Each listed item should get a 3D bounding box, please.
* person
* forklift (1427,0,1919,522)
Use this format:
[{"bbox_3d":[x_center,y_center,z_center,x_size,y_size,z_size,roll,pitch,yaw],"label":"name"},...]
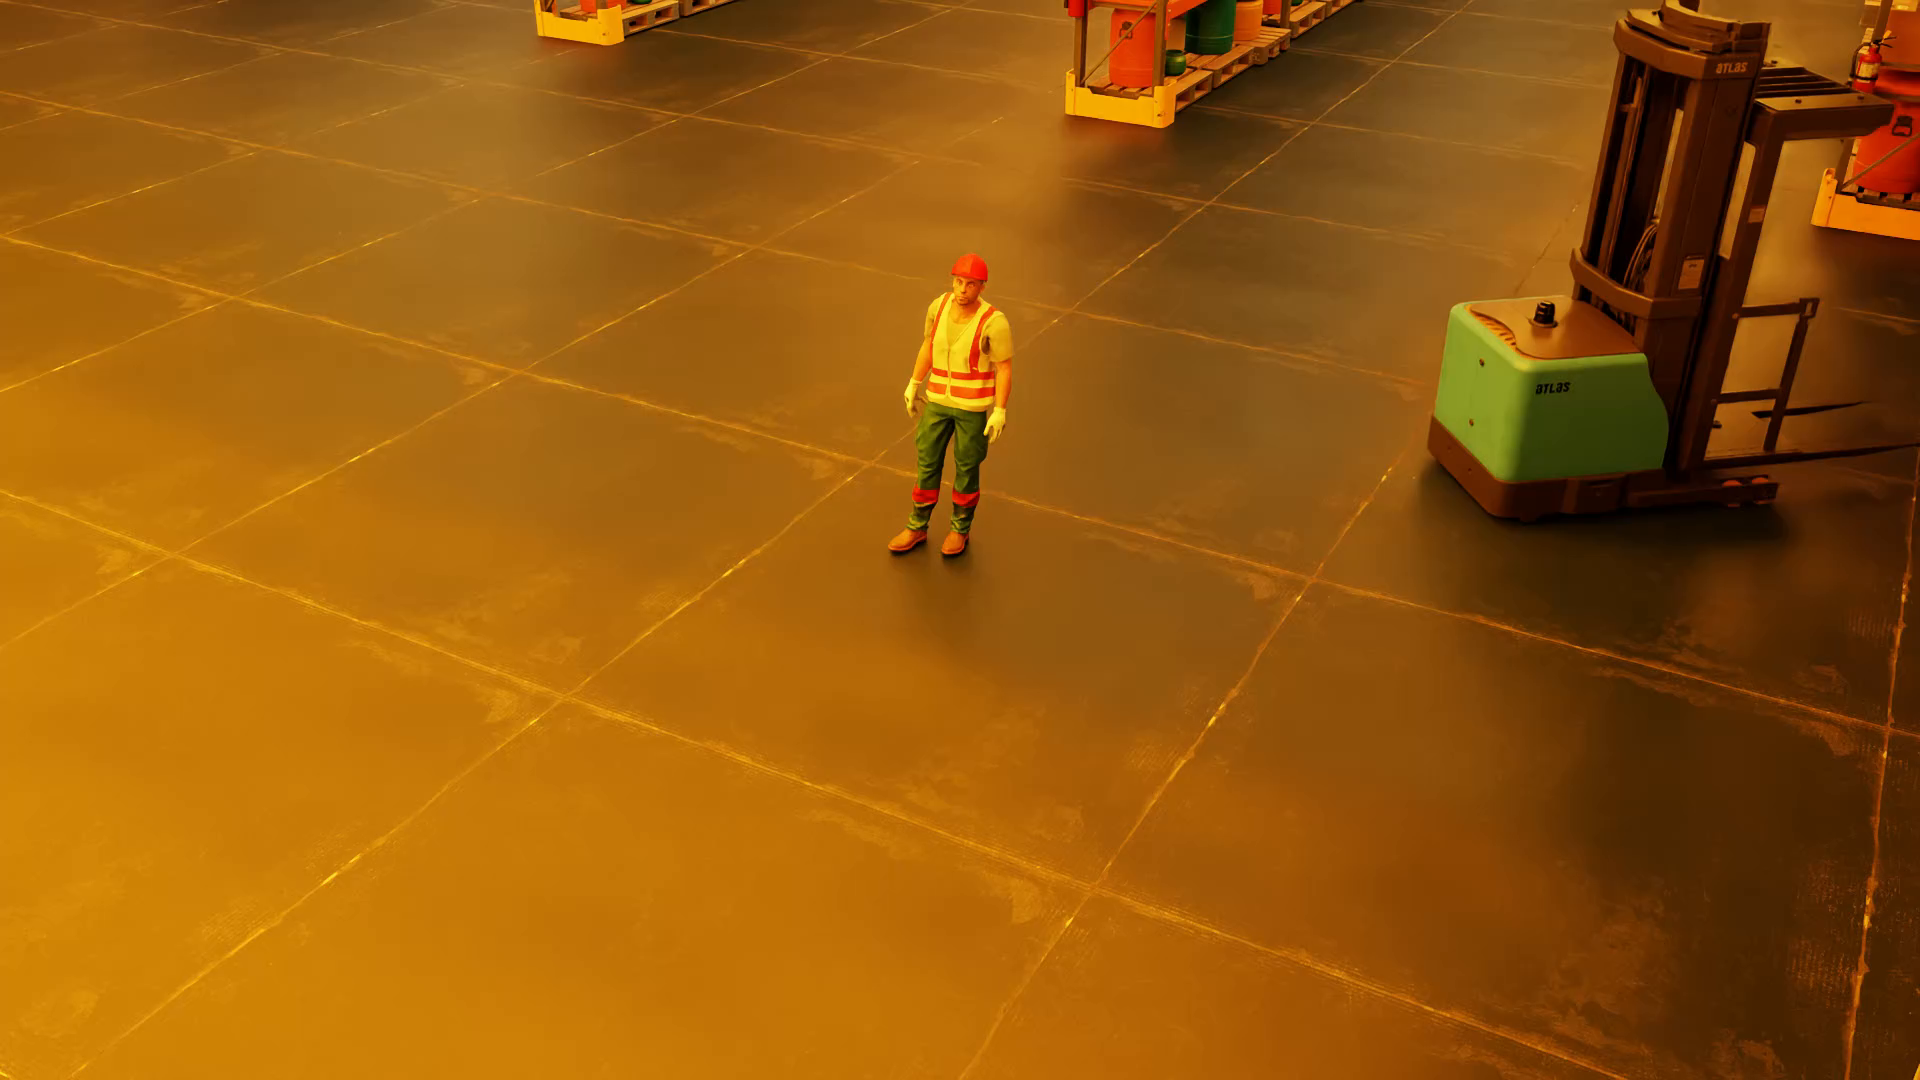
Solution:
[{"bbox_3d":[-0.050,-0.749,9.496,0.637,1.790,0.562,15,33,25],"label":"person"},{"bbox_3d":[4.627,-1.729,10.066,3.031,2.935,1.130,-5,30,-9],"label":"forklift"}]
